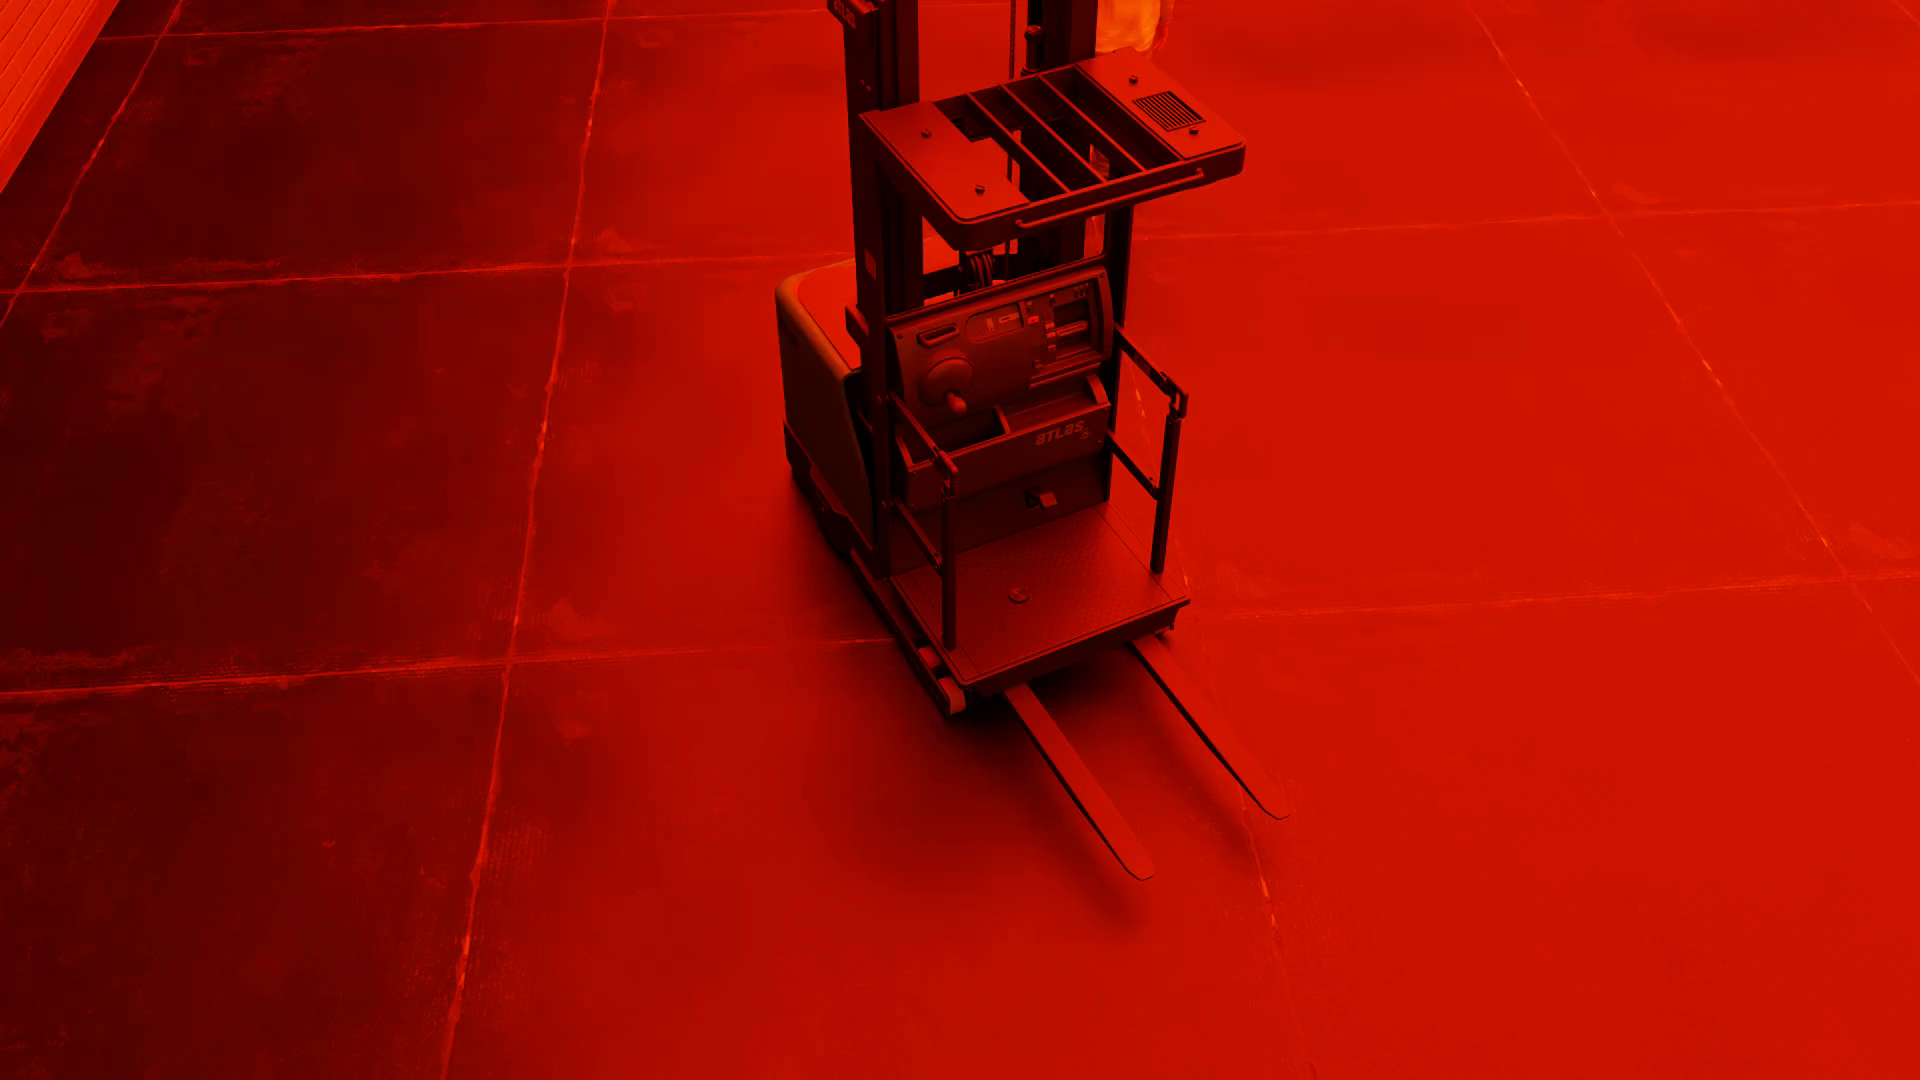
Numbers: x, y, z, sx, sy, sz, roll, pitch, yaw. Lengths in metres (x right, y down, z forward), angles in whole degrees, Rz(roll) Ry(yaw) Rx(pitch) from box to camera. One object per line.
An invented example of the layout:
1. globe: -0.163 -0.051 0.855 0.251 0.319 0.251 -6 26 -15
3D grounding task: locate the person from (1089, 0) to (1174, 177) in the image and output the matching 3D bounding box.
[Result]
1. person: 0.884 -2.903 9.469 0.632 1.773 0.569 -5 44 -6

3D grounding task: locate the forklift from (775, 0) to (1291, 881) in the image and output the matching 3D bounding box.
1. forklift: 0.276 -0.684 6.325 1.130 2.935 3.031 -19 47 -19
